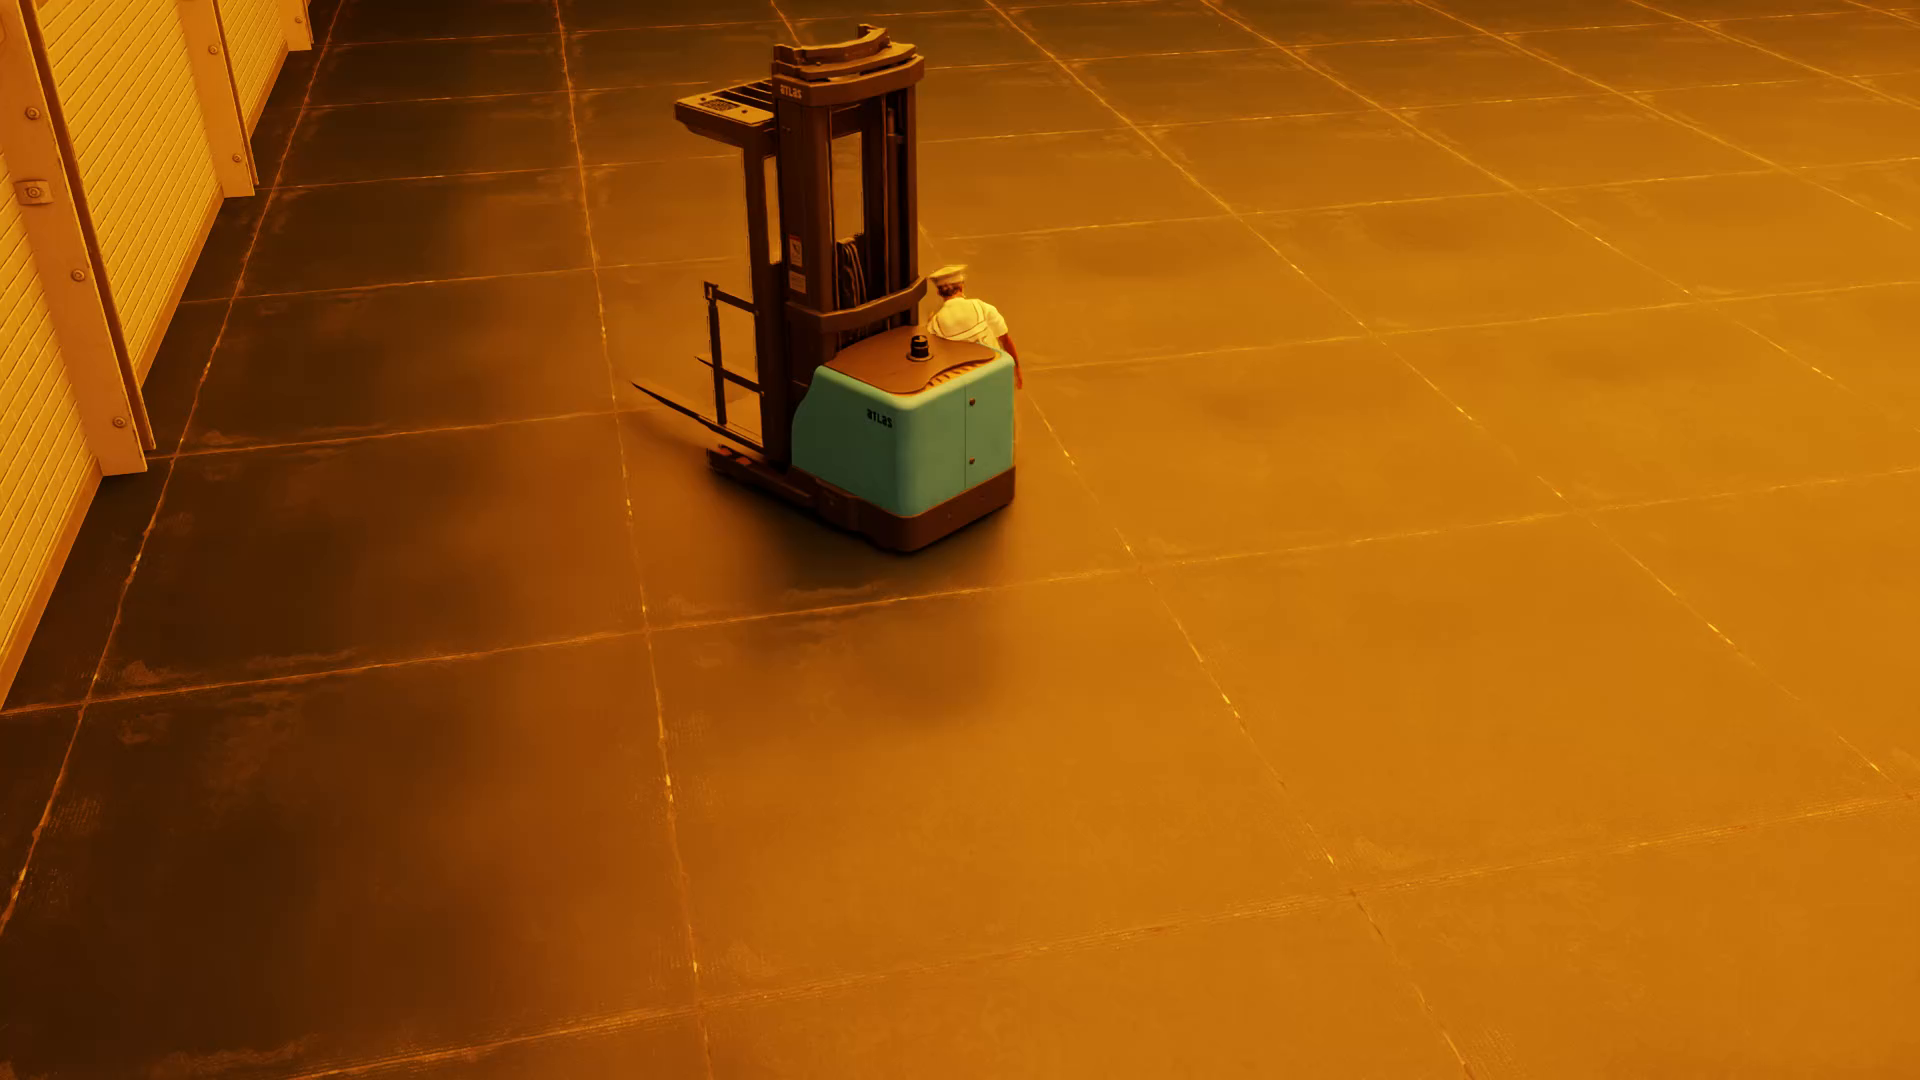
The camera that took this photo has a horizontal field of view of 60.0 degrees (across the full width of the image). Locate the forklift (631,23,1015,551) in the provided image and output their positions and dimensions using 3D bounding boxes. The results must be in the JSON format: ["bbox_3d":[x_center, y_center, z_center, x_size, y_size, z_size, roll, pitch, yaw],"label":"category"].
[{"bbox_3d":[-1.059,-1.826,10.729,3.031,2.935,1.130,25,39,37],"label":"forklift"}]

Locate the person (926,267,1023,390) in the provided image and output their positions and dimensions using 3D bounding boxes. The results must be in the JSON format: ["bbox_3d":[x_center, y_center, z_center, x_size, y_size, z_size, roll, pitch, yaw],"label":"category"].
[{"bbox_3d":[-0.071,-1.201,11.025,0.940,1.413,1.014,-2,30,-3],"label":"person"}]
